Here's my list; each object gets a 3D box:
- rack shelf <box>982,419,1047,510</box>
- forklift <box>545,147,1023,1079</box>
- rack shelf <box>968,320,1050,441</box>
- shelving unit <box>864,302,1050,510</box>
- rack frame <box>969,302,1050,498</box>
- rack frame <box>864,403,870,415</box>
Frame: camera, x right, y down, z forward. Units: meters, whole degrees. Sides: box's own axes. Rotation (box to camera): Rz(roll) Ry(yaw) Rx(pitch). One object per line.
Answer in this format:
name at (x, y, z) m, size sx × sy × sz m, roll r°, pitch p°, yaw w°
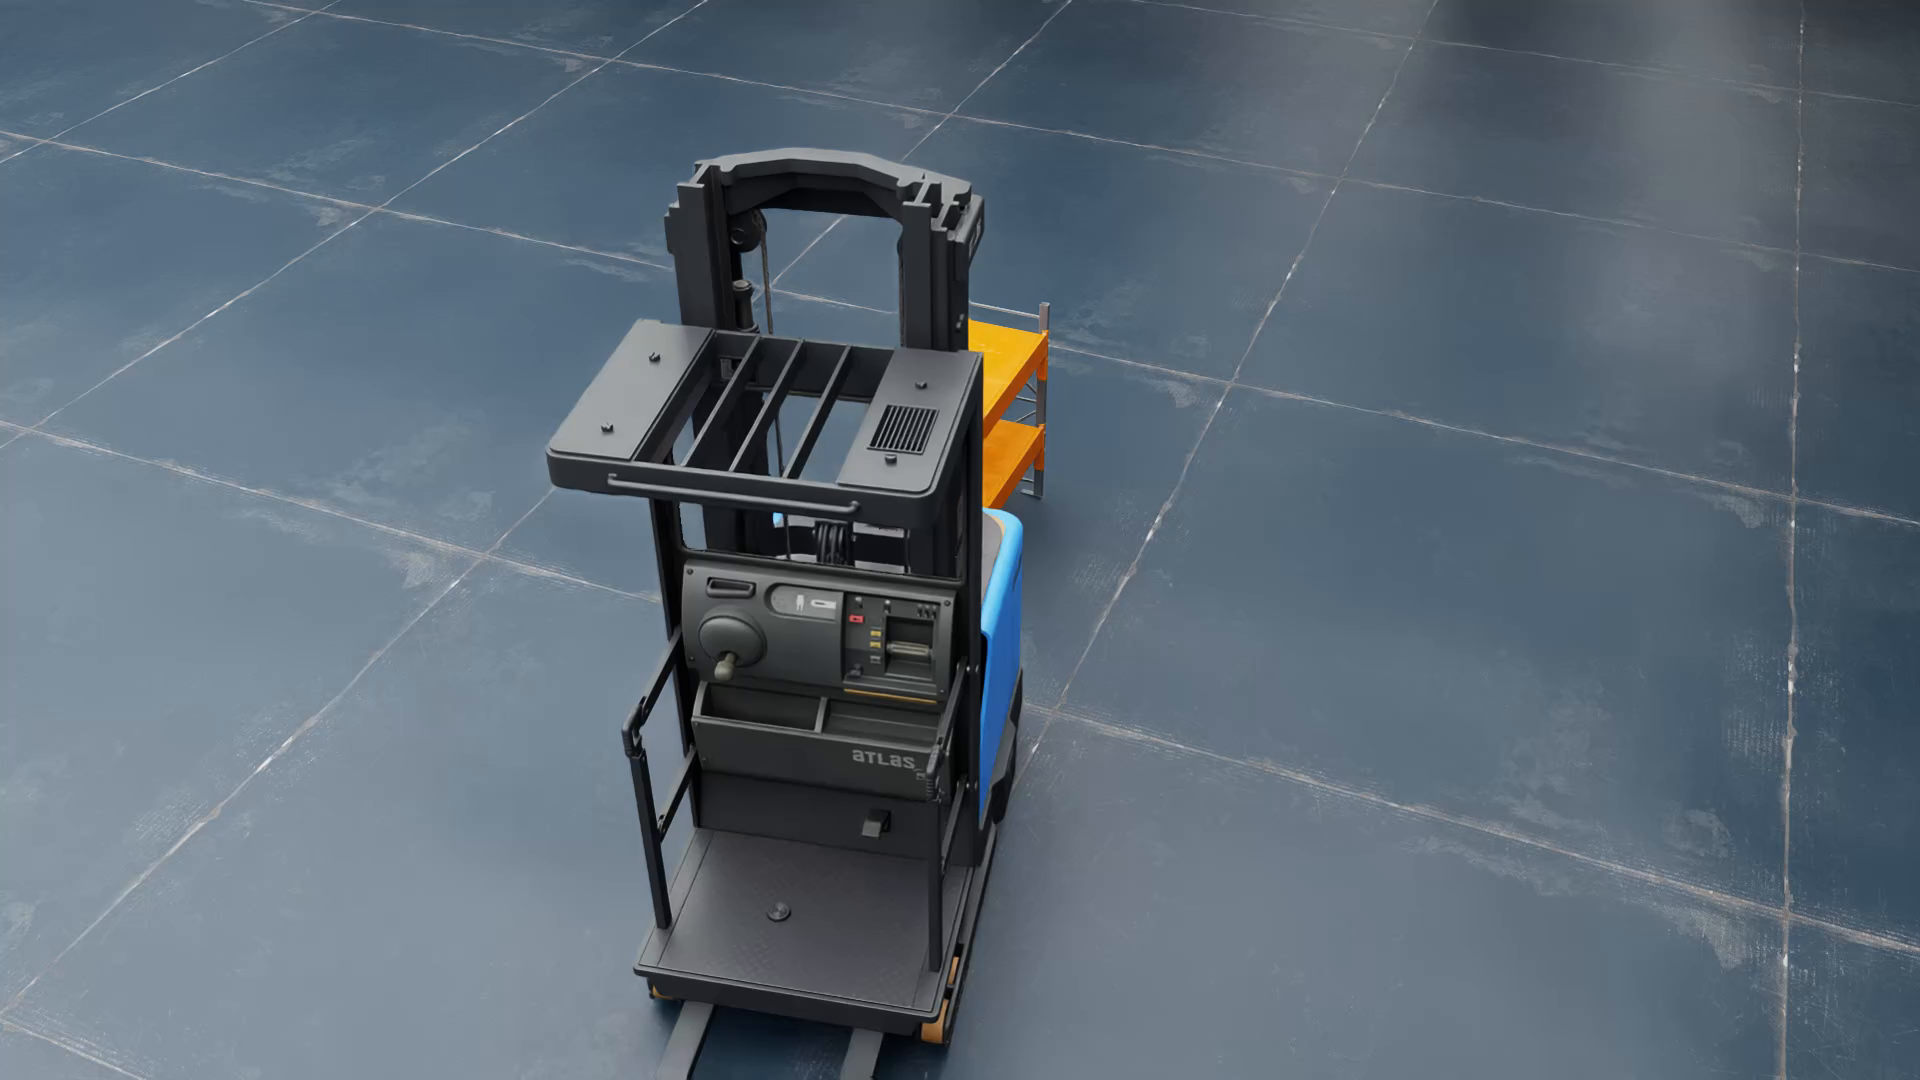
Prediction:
rack shelf at (0.003, -0.258, 8.166) m, size 0.538 × 0.278 × 1.000 m, roll 14°, pitch 39°, yaw 18°
forklift at (-0.518, 0.380, 5.395) m, size 1.130 × 2.935 × 3.031 m, roll 7°, pitch 37°, yaw 9°
rack shelf at (0.003, -0.689, 7.845) m, size 0.538 × 0.278 × 1.000 m, roll 14°, pitch 39°, yaw 18°
shelving unit at (0.003, -0.454, 8.020) m, size 0.538 × 1.125 × 1.048 m, roll 14°, pitch 39°, yaw 18°
rack frame at (0.196, -0.736, 8.396) m, size 0.500 × 1.125 × 0.032 m, roll 14°, pitch 39°, yaw 18°
rack frame at (-0.191, -0.173, 7.643) m, size 0.500 × 1.125 × 0.032 m, roll 14°, pitch 39°, yaw 18°
